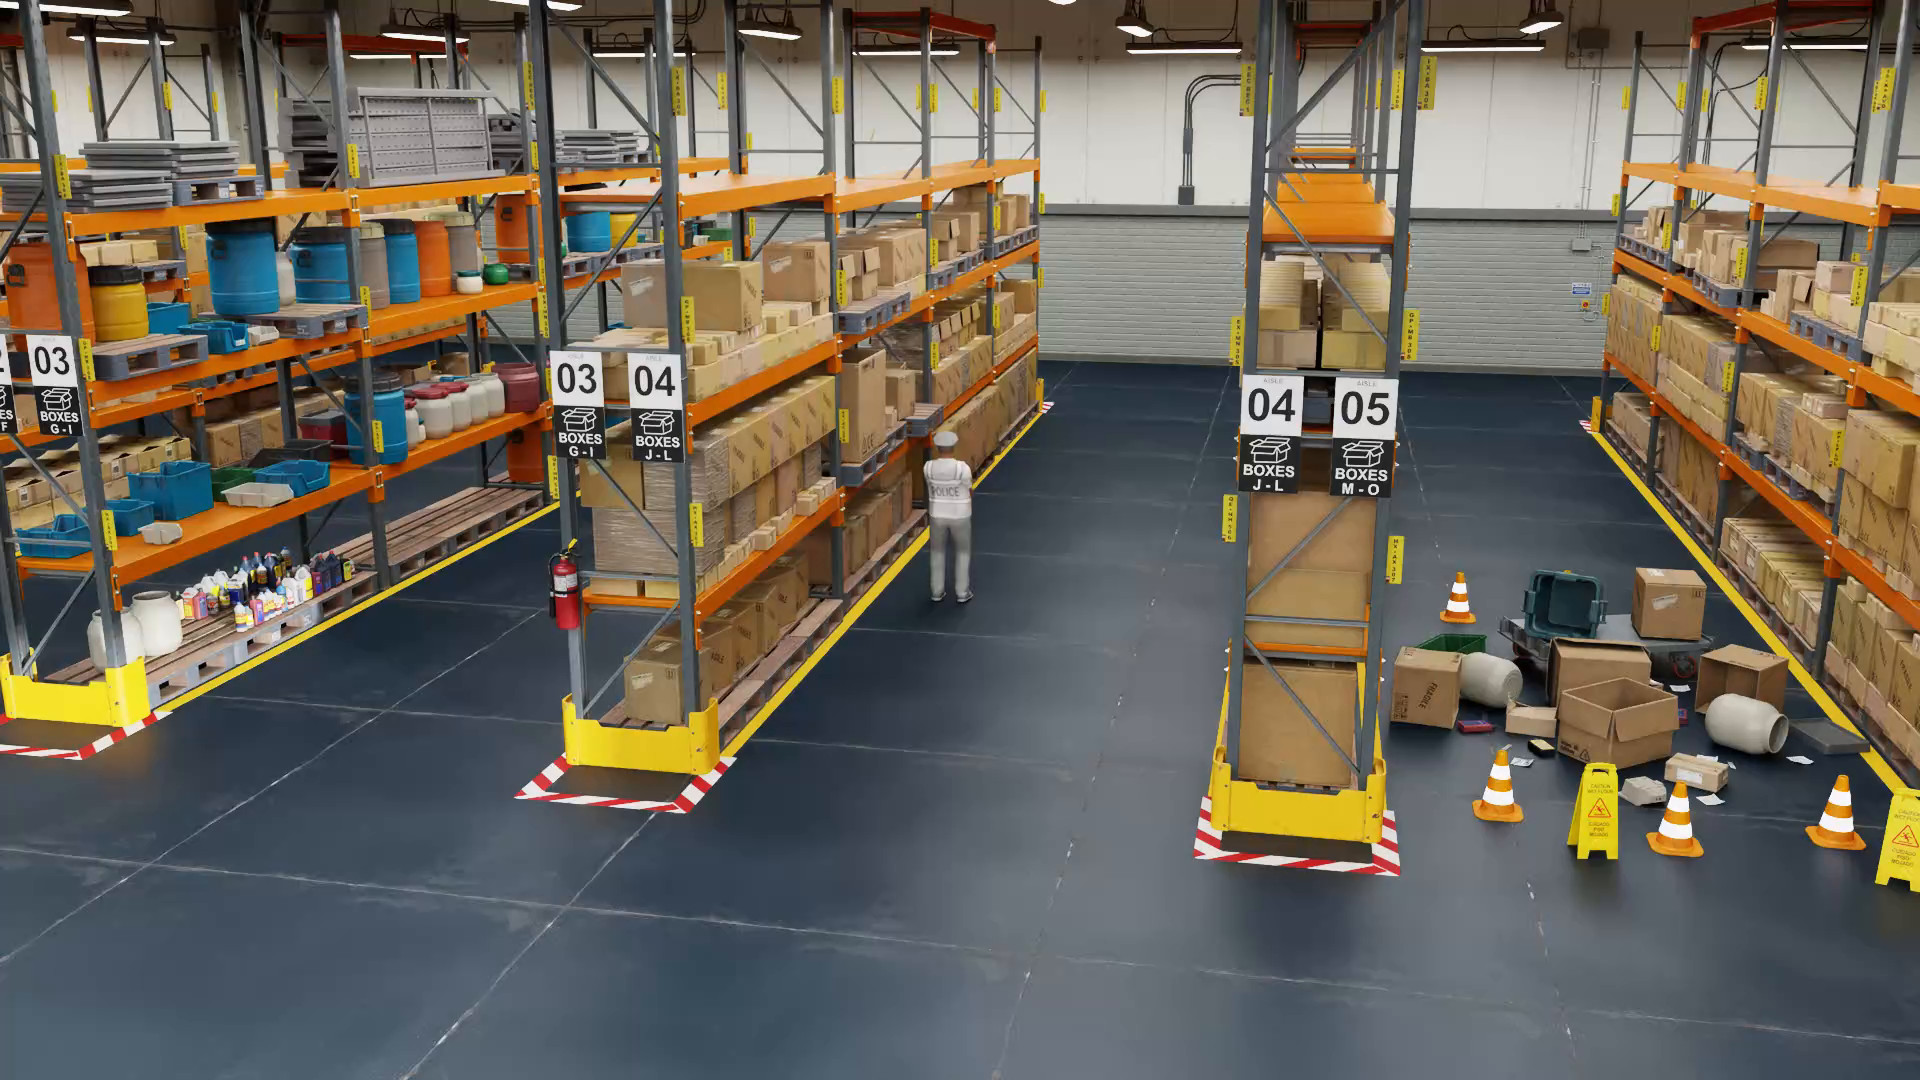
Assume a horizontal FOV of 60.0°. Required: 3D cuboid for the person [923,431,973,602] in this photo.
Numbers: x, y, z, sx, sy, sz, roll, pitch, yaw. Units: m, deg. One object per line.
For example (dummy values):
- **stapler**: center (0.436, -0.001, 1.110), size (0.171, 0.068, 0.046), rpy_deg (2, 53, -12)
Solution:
- **person**: center (-0.101, -0.263, 16.973), size (0.494, 1.766, 0.572), rpy_deg (3, 15, 12)
